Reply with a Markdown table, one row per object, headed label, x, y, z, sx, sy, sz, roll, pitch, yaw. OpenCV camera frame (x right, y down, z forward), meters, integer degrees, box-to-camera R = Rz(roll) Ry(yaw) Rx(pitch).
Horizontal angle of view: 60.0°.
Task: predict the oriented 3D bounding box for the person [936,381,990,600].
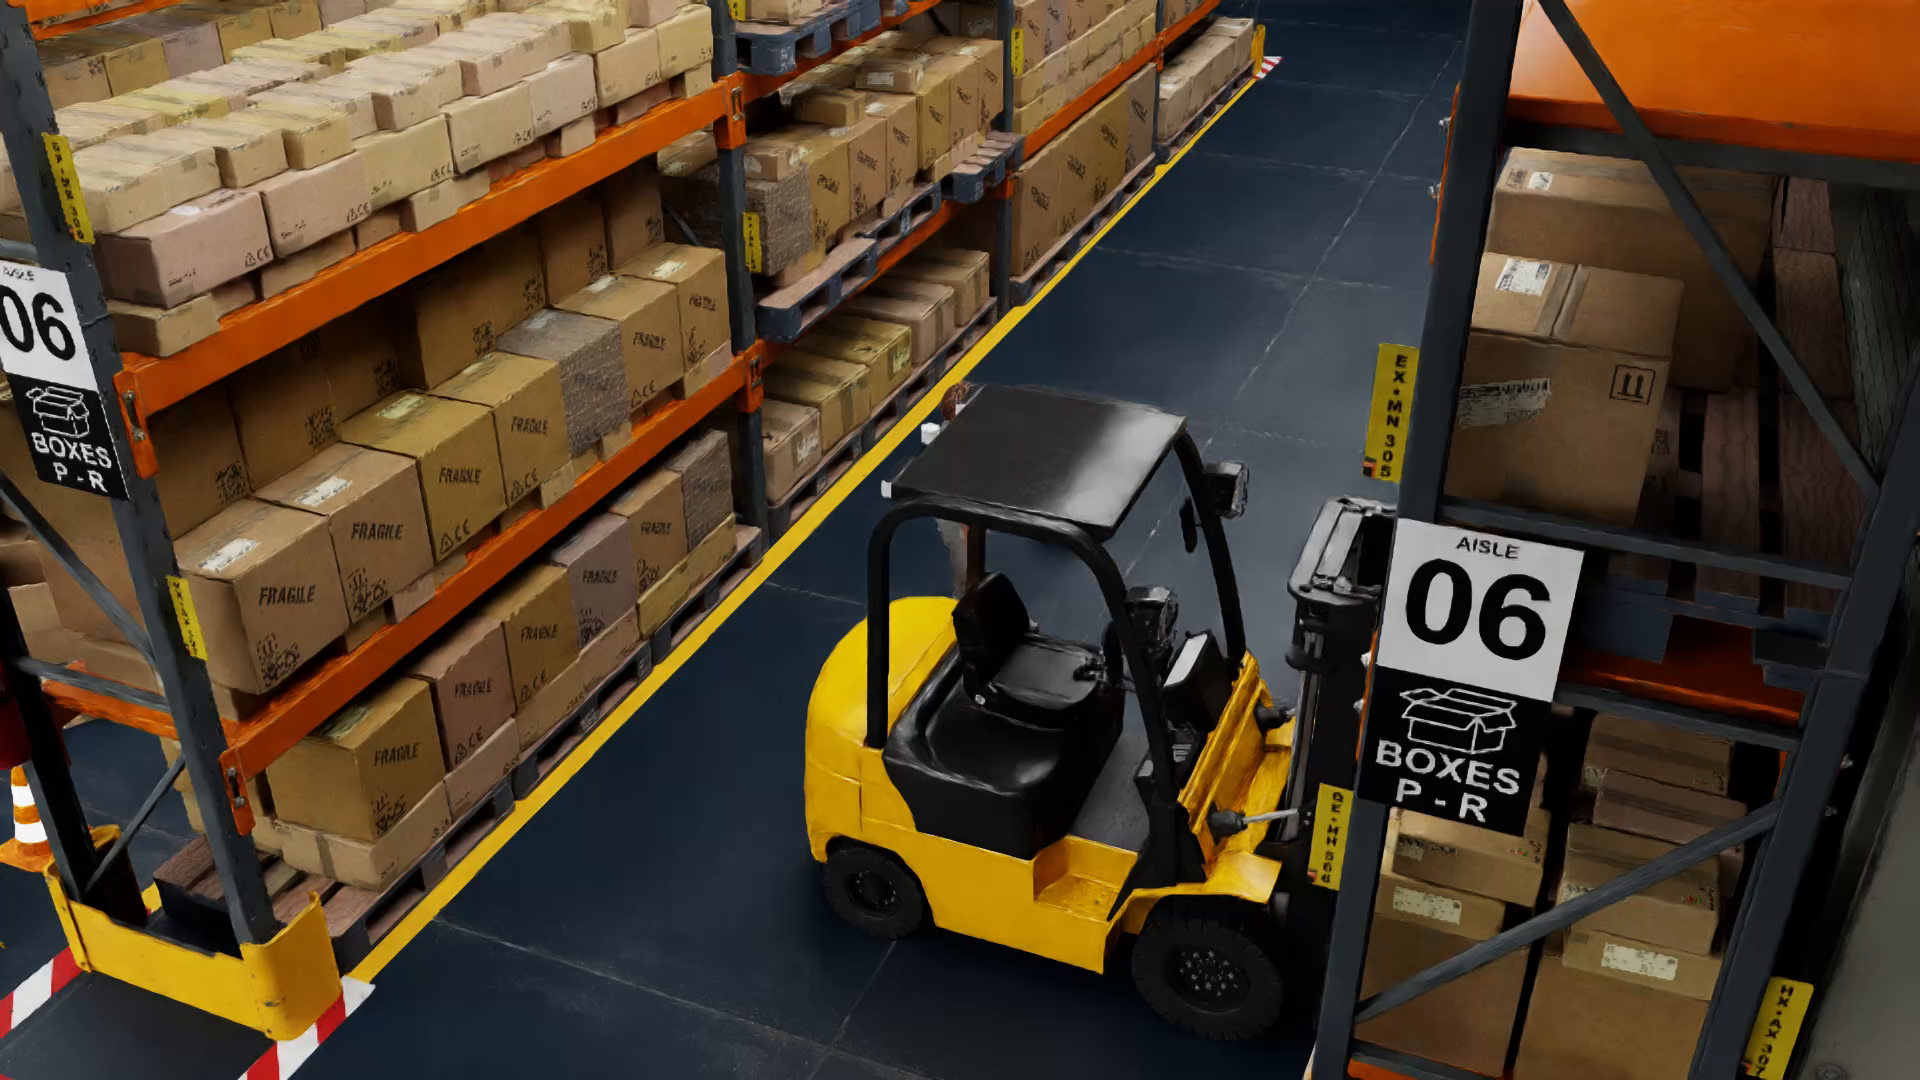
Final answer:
| label | x | y | z | sx | sy | sz | roll | pitch | yaw |
| --- | --- | --- | --- | --- | --- | --- | --- | --- | --- |
| person | 0.043 | -0.065 | 8.514 | 0.336 | 1.594 | 0.473 | 0 | 30 | -1 |
